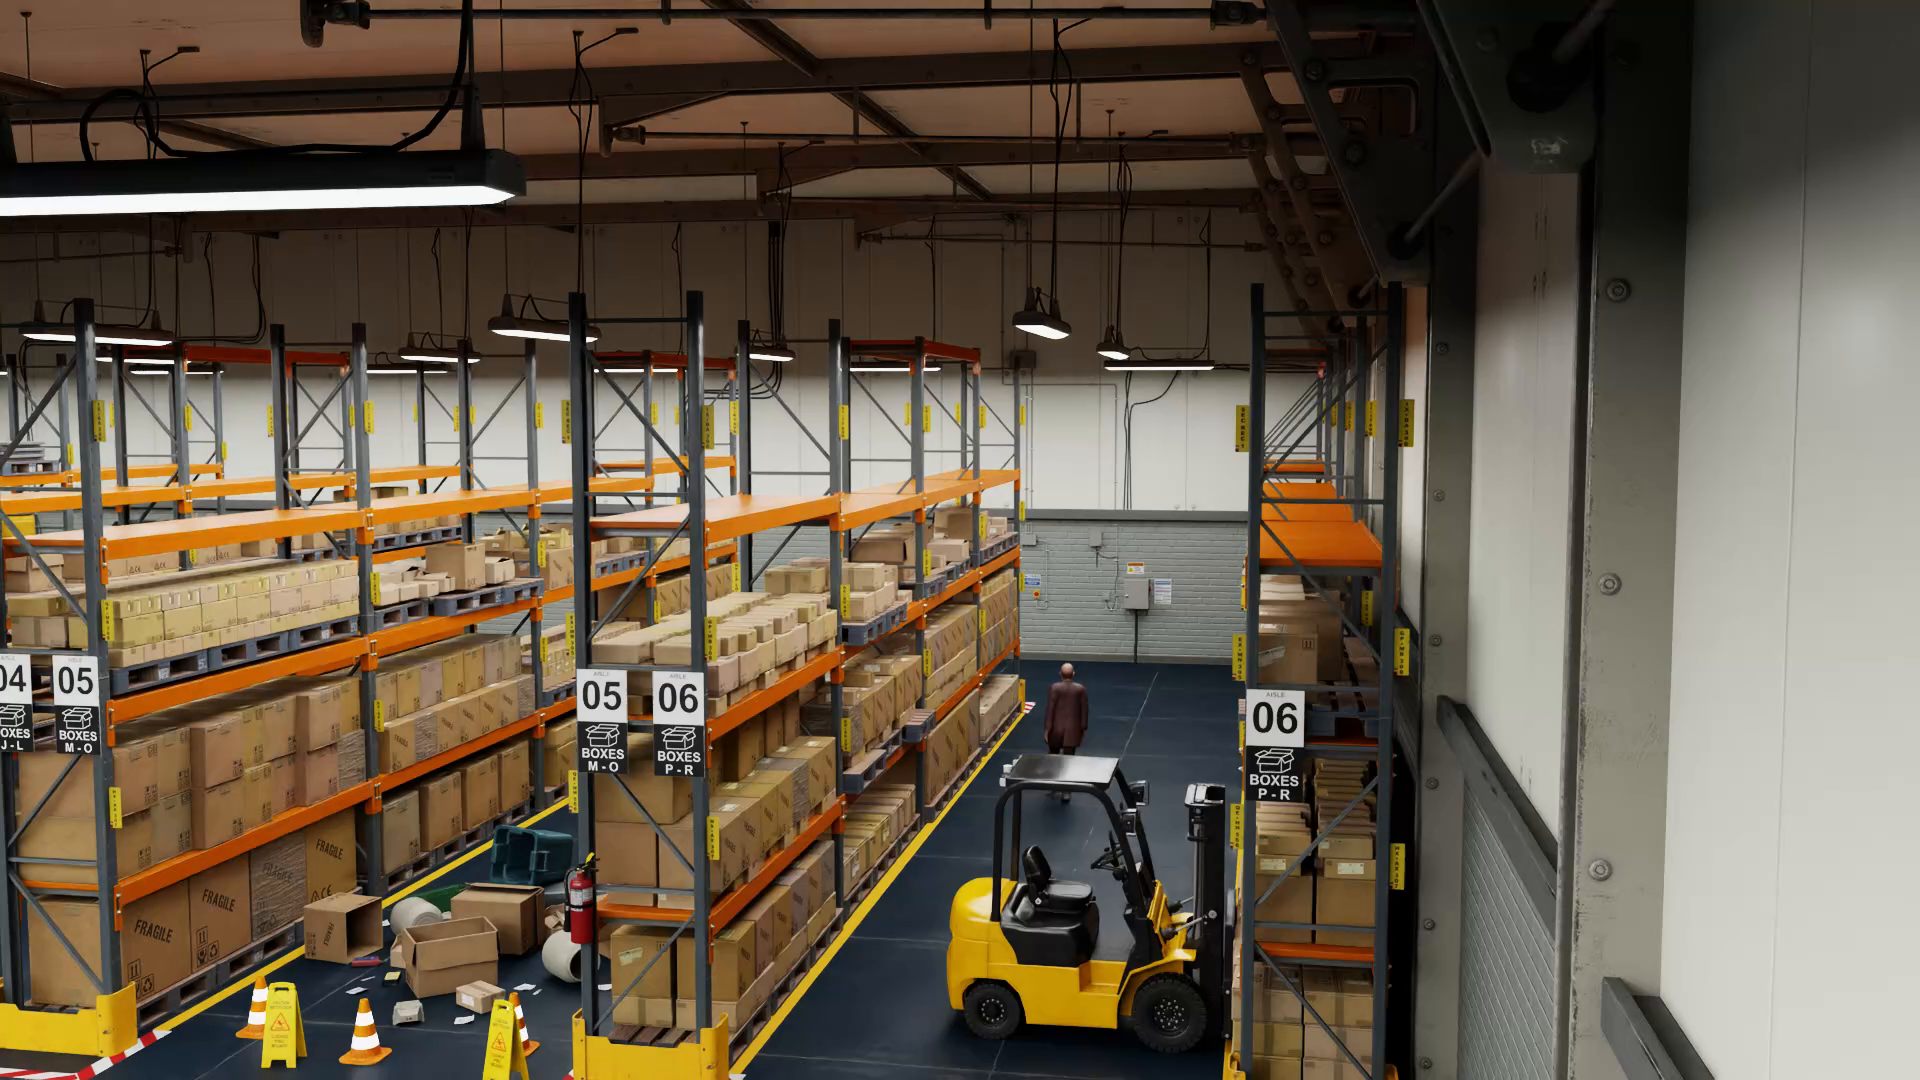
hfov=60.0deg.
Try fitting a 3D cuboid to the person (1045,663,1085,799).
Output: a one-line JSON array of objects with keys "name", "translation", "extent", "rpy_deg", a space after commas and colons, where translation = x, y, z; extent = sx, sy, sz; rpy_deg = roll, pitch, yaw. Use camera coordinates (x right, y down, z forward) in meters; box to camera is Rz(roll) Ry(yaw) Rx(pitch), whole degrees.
[{"name": "person", "translation": [1.395, 2.533, 21.913], "extent": [0.565, 1.814, 0.594], "rpy_deg": [0, 5, 1]}]
